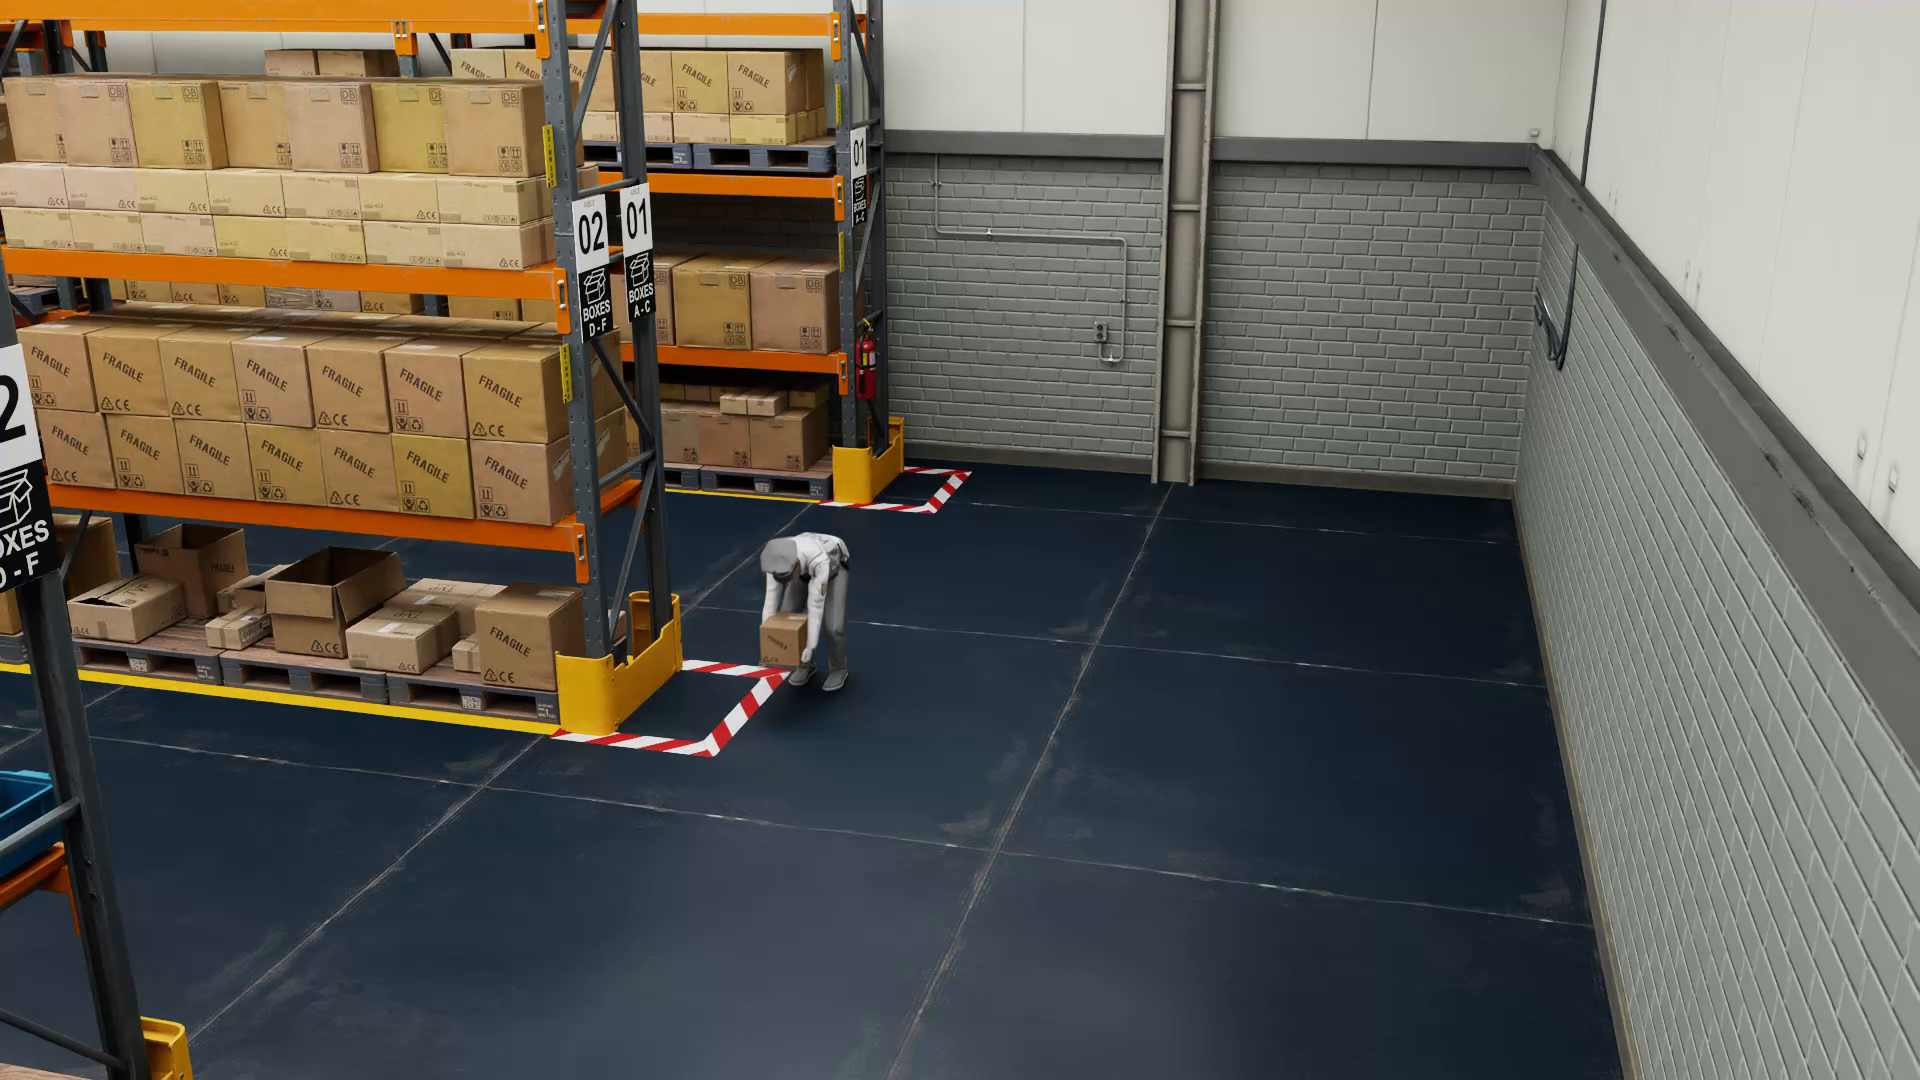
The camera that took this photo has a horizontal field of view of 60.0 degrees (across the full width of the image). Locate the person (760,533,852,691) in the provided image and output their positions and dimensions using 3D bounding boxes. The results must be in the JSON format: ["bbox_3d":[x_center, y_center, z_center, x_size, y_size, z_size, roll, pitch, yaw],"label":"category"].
[{"bbox_3d":[-0.985,0.446,10.544,0.440,1.145,0.915,6,19,17],"label":"person"}]
